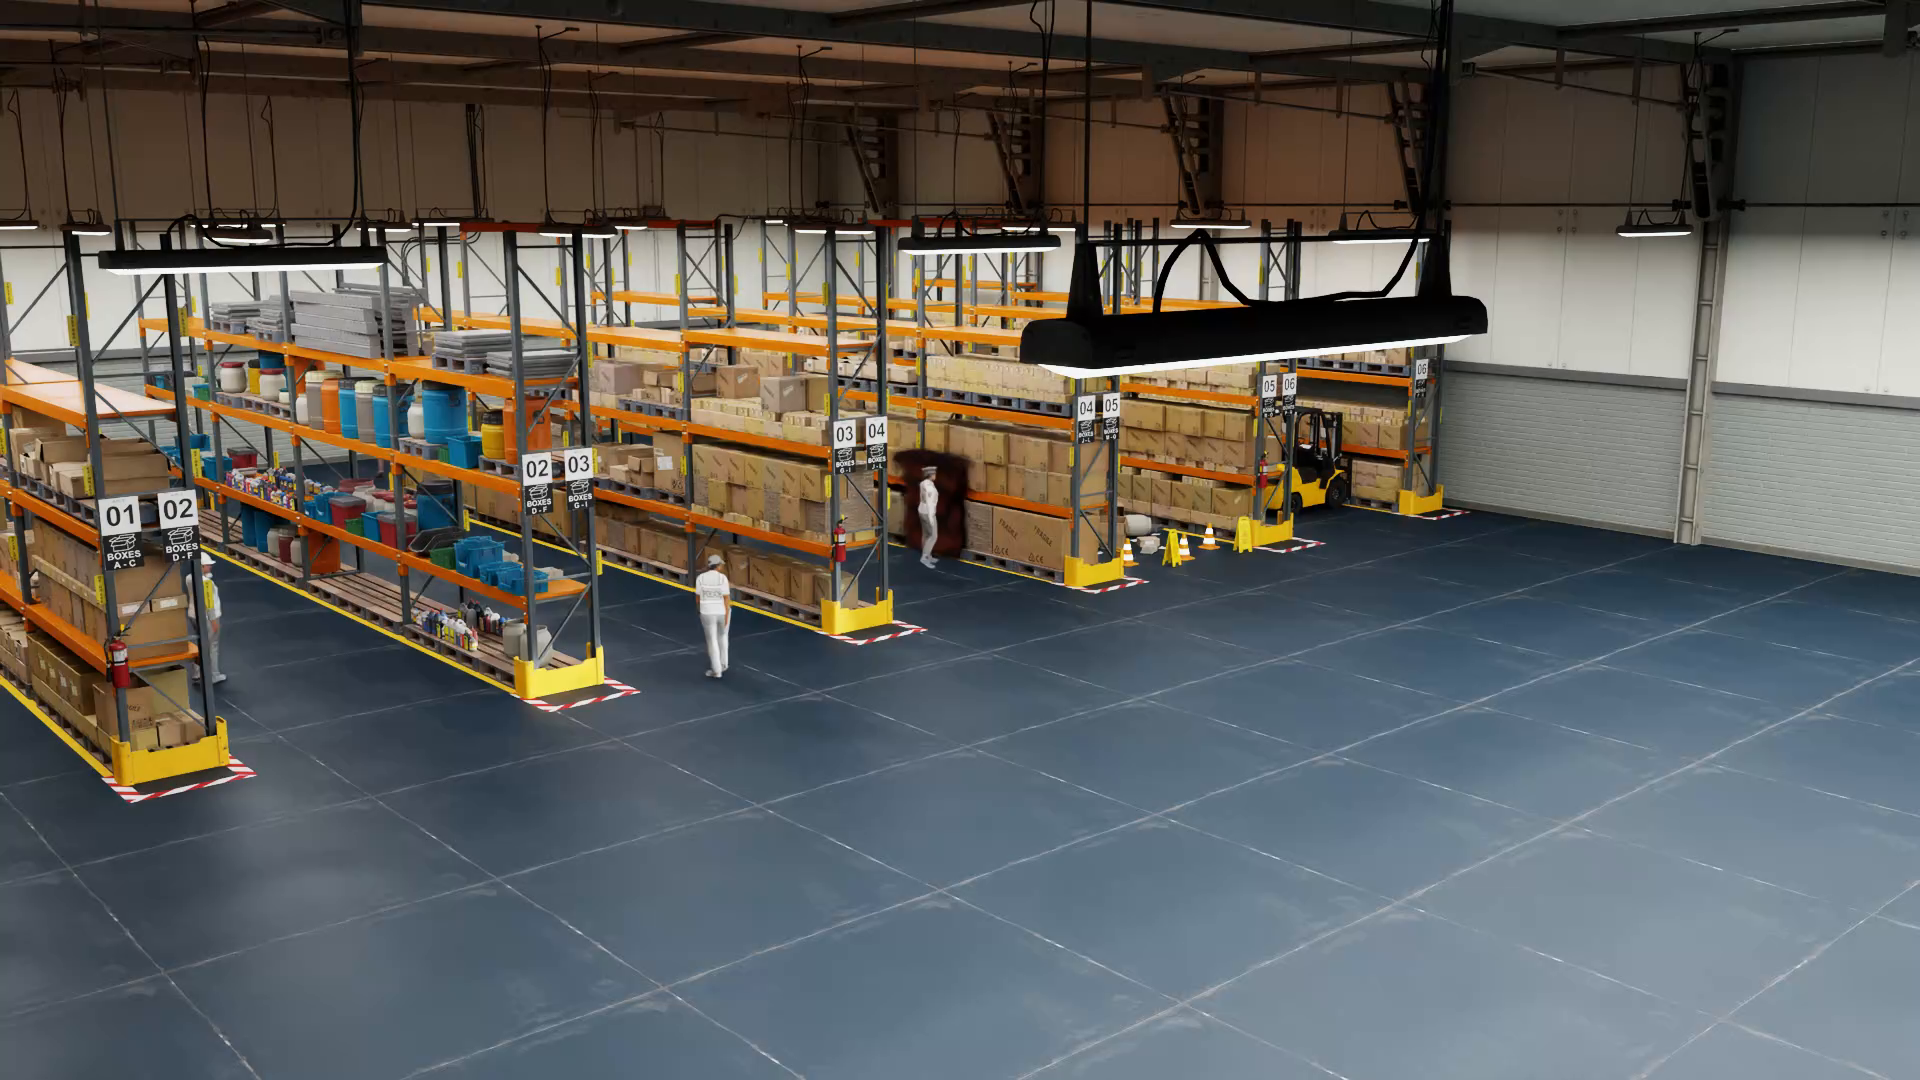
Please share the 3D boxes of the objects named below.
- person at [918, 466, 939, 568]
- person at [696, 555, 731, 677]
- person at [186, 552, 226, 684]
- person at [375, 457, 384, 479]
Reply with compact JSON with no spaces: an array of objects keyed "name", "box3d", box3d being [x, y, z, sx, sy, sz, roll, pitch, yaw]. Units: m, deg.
[{"name":"person","box3d":[-0.539,-0.403,28.277,0.373,1.711,0.533,-3,12,-15]},{"name":"person","box3d":[-3.343,1.047,22.603,0.448,1.720,0.614,-5,12,-22]},{"name":"person","box3d":[-10.094,1.037,22.240,0.547,1.788,0.390,6,13,25]},{"name":"person","box3d":[-13.455,-2.305,38.969,0.621,1.676,1.036,-1,11,-7]}]
